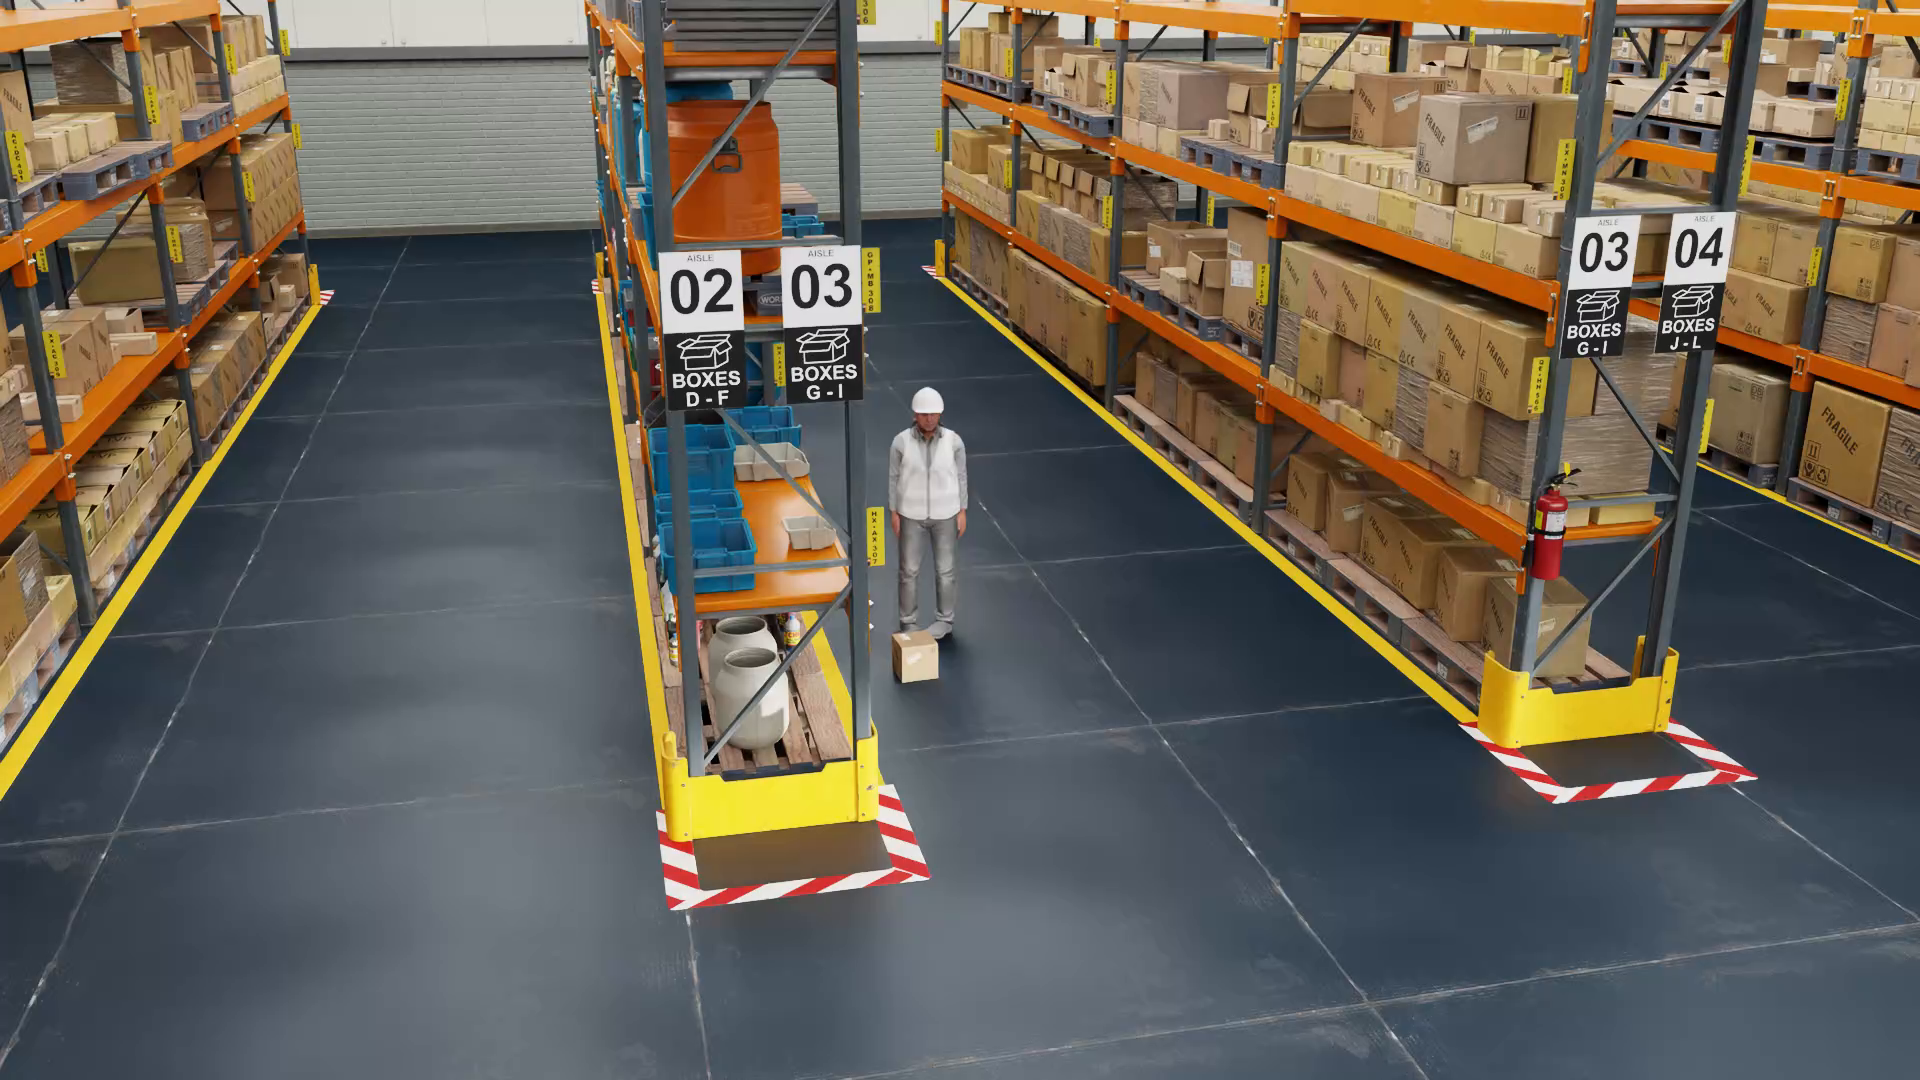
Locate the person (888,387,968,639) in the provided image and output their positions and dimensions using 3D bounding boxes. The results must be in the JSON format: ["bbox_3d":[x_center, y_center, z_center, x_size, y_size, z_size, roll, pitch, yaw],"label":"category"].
[{"bbox_3d":[-0.219,-0.171,11.491,0.552,1.784,0.417,-1,20,-3],"label":"person"}]
